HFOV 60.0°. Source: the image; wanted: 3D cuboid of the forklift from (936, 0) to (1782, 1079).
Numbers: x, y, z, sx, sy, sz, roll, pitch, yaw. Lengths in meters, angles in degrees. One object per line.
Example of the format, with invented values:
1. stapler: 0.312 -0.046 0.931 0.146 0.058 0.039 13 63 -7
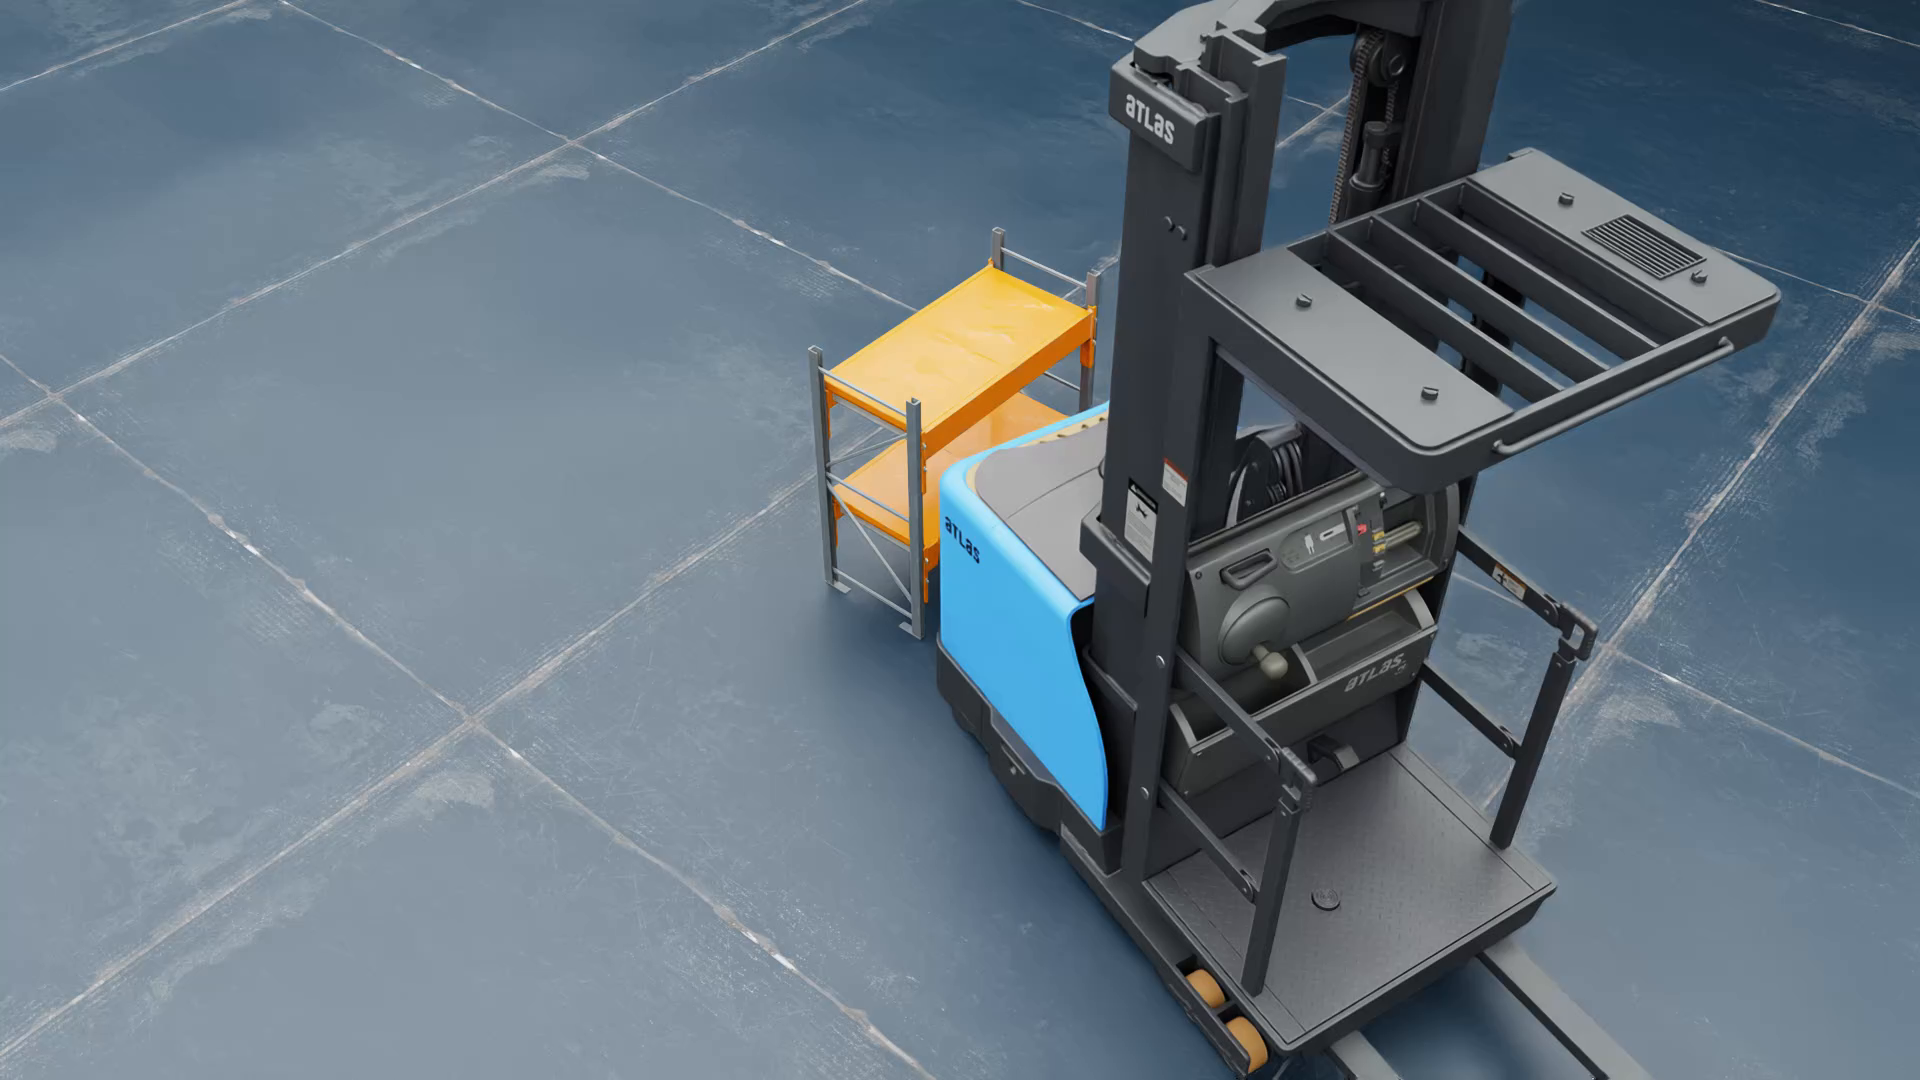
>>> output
1. forklift: 1.119 0.148 4.408 1.130 2.935 3.031 -23 47 -23

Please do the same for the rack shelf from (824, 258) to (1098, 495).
1. rack shelf: -0.004 -0.629 6.171 0.538 0.278 1.000 29 50 28

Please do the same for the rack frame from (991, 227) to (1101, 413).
1. rack frame: 0.323 -0.674 6.656 0.500 1.125 0.032 29 50 28

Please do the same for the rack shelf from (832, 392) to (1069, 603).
1. rack shelf: -0.004 -0.232 6.532 0.538 0.278 1.000 29 50 28

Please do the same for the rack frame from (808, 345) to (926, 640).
1. rack frame: -0.332 -0.151 6.080 0.500 1.125 0.032 29 50 28

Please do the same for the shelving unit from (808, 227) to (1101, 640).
1. shelving unit: -0.004 -0.413 6.368 0.538 1.125 1.048 29 50 28
